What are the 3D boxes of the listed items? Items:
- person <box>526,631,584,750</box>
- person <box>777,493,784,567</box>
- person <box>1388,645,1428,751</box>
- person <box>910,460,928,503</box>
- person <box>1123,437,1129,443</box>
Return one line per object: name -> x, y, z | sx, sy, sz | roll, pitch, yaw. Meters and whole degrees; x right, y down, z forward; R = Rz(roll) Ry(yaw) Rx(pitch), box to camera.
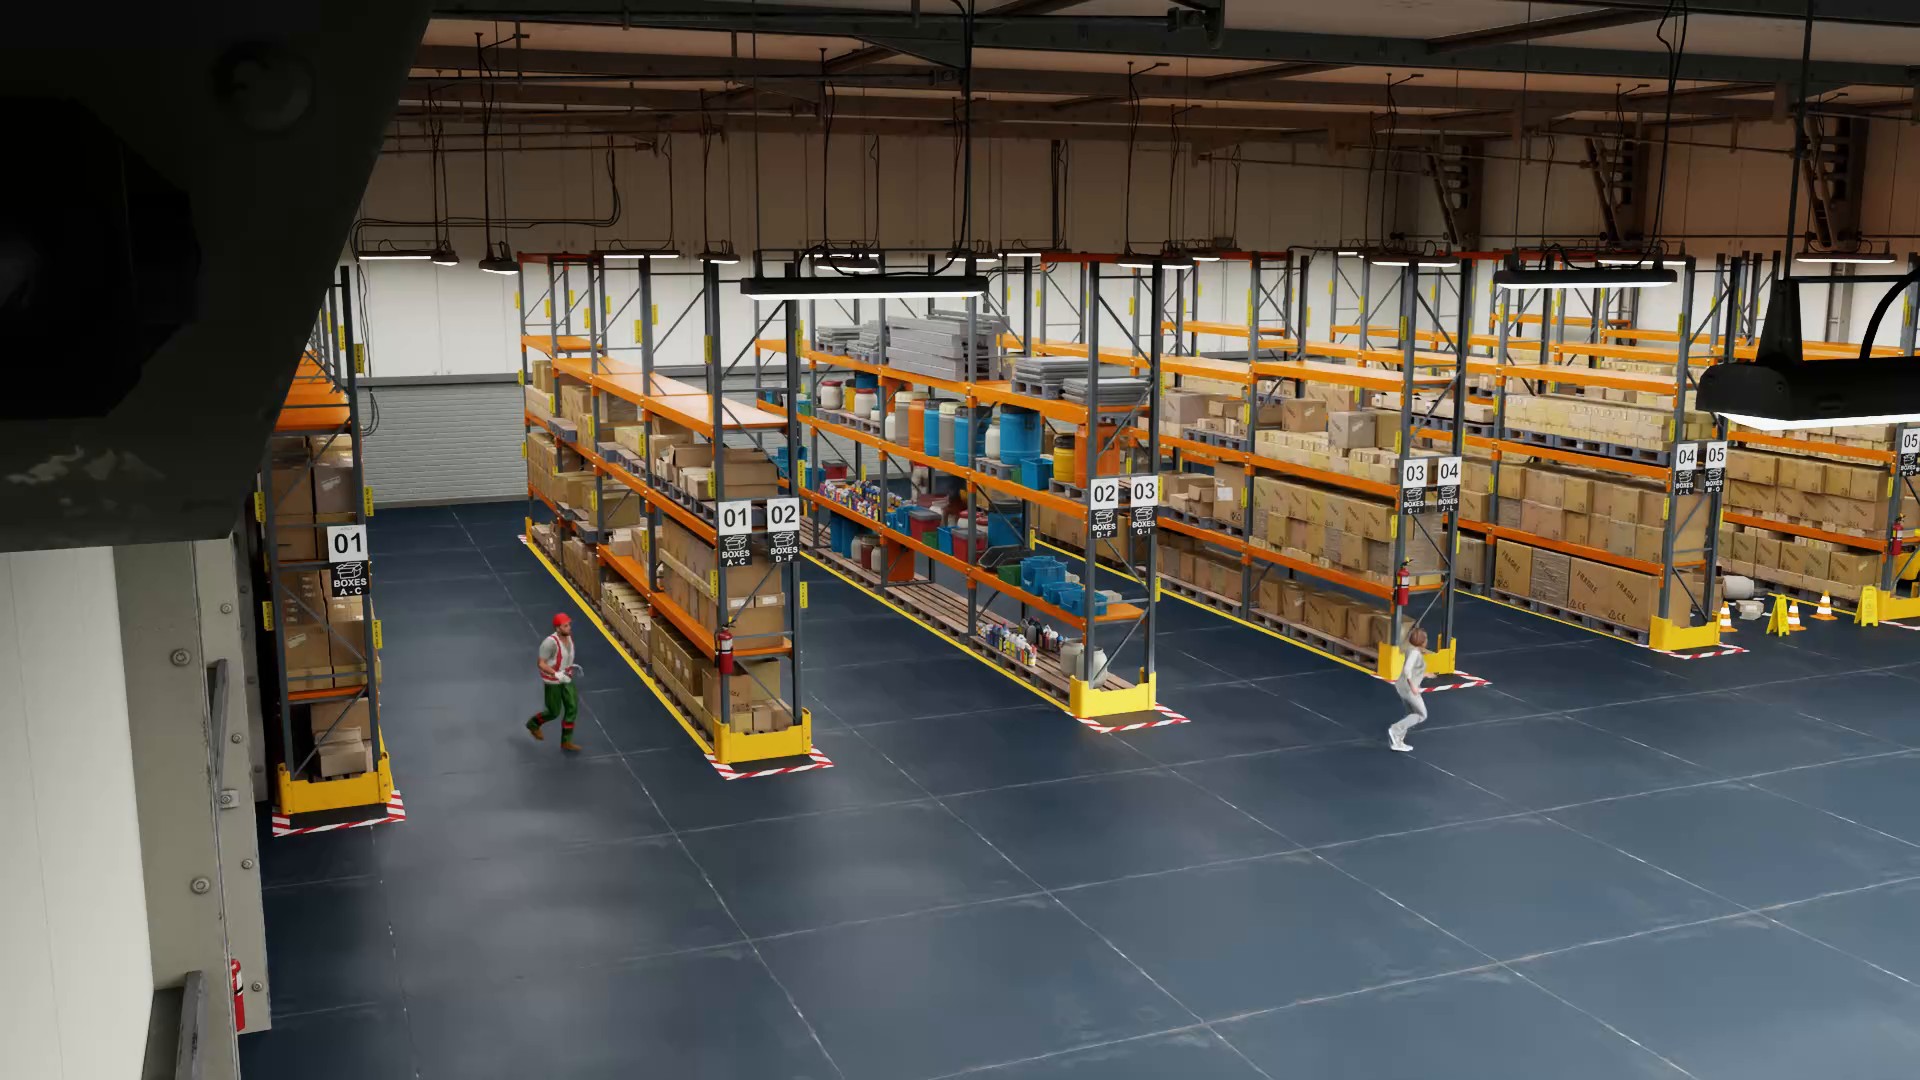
person -> -5.046, 1.840, 20.795 | 0.835, 1.520, 0.534 | 6, 12, 31
person -> -3.496, -0.165, 31.675 | 0.572, 1.545, 0.776 | -6, 12, -29
person -> 5.551, 1.963, 20.614 | 0.477, 1.330, 0.345 | 1, 10, 4
person -> -0.882, -1.526, 38.793 | 0.670, 1.693, 0.590 | -3, 11, -16
person -> 3.862, -1.720, 39.337 | 0.649, 1.630, 0.805 | -3, 11, -14
